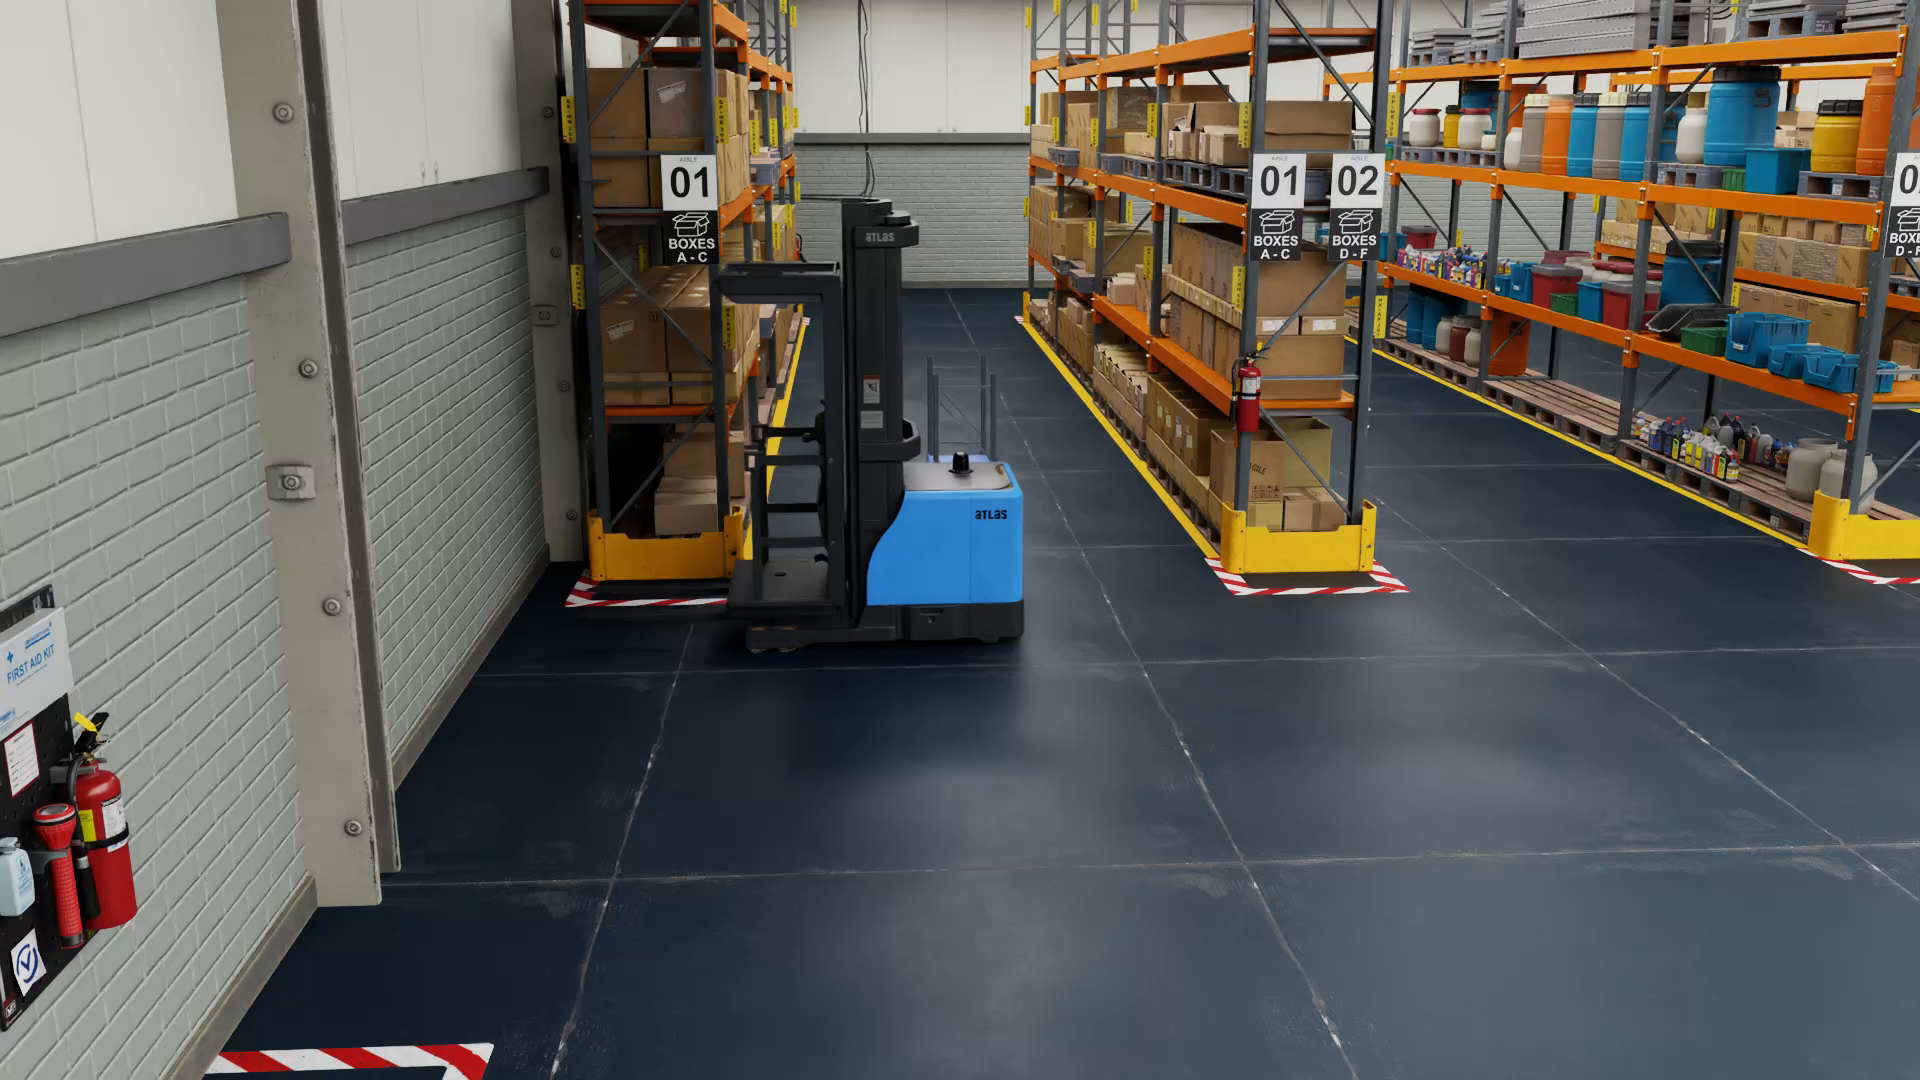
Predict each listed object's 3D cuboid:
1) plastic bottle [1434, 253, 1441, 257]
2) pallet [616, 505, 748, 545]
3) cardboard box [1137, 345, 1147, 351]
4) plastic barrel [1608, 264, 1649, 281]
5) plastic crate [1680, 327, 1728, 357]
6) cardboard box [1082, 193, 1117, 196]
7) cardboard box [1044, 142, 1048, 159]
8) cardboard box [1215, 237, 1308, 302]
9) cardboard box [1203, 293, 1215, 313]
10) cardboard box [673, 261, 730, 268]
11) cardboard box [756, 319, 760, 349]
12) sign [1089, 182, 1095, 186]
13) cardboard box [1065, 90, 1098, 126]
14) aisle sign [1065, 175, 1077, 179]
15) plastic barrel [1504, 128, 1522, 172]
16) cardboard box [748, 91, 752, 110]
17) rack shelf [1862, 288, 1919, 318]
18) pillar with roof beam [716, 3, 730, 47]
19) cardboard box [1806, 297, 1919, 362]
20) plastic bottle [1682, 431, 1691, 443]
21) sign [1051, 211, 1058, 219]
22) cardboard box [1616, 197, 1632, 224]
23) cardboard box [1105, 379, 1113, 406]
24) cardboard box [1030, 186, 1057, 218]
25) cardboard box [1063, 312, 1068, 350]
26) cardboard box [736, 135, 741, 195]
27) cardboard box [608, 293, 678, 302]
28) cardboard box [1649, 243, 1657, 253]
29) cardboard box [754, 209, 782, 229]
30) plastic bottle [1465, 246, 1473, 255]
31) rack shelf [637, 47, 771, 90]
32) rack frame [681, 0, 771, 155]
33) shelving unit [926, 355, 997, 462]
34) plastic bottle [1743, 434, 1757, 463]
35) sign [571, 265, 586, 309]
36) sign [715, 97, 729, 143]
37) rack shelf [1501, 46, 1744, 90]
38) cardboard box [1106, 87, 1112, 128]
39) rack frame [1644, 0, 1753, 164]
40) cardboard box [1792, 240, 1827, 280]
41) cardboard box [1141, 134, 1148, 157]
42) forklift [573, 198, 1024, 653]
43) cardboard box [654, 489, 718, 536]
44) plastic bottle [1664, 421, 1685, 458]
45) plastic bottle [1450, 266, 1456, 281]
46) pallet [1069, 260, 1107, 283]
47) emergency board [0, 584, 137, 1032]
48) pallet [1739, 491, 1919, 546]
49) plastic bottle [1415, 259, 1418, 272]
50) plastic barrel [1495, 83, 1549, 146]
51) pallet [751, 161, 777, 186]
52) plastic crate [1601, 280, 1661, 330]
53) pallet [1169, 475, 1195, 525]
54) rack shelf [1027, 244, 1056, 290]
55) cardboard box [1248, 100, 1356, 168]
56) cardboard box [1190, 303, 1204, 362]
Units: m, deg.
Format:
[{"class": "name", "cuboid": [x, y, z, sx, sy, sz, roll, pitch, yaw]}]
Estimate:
[{"class": "plastic bottle", "cuboid": [6.724, -3.898, 23.407, 0.152, 0.276, 0.135, -1, 14, -3]}, {"class": "pallet", "cuboid": [-2.298, -0.041, 13.762, 1.003, 0.211, 1.213, -1, 14, -3]}, {"class": "cardboard box", "cuboid": [2.449, -2.254, 20.316, 0.500, 0.311, 0.500, -1, 14, -2]}, {"class": "plastic barrel", "cuboid": [7.476, -2.807, 18.645, 0.433, 0.535, 0.433, 0, 14, 0]}, {"class": "plastic crate", "cuboid": [7.165, -1.873, 15.712, 0.450, 0.188, 0.662, -1, 14, -3]}, {"class": "cardboard box", "cuboid": [2.142, -5.014, 25.288, 0.500, 0.500, 0.500, -1, 14, -5]}, {"class": "cardboard box", "cuboid": [1.567, -5.977, 25.519, 0.500, 0.250, 0.500, -1, 14, -3]}, {"class": "cardboard box", "cuboid": [2.577, -2.310, 14.179, 0.700, 0.500, 0.500, -1, 14, -3]}, {"class": "cardboard box", "cuboid": [2.354, -2.088, 14.618, 0.380, 0.149, 0.250, -1, 14, -4]}, {"class": "cardboard box", "cuboid": [-2.523, -2.553, 16.847, 0.700, 0.500, 0.500, -1, 14, -3]}, {"class": "cardboard box", "cuboid": [-2.194, -1.989, 15.997, 0.500, 0.250, 0.500, -1, 14, -3]}, {"class": "sign", "cuboid": [2.230, -5.944, 28.150, 0.100, 0.325, 0.005, -1, 14, -3]}, {"class": "cardboard box", "cuboid": [1.854, -6.337, 24.411, 0.700, 0.500, 0.500, -1, 14, -3]}, {"class": "aisle sign", "cuboid": [1.976, -6.507, 28.081, 0.394, 0.787, 0.004, -1, 14, -3]}, {"class": "plastic barrel", "cuboid": [6.828, -4.737, 20.175, 0.421, 0.512, 0.421, 0, 14, 0]}, {"class": "cardboard box", "cuboid": [-3.049, -5.874, 22.227, 0.500, 0.250, 0.500, -1, 14, -5]}, {"class": "rack shelf", "cuboid": [12.182, -2.543, 19.335, 1.077, 0.370, 4.000, -1, 14, -3]}, {"class": "pillar with roof beam", "cuboid": [-0.003, -8.779, 30.088, 9.100, 9.000, 0.400, -1, 14, -3]}, {"class": "cardboard box", "cuboid": [12.036, -2.735, 22.059, 1.225, 0.875, 0.875, -2, 15, -6]}, {"class": "plastic bottle", "cuboid": [7.056, -0.919, 16.172, 0.097, 0.271, 0.097, 0, 14, 0]}, {"class": "sign", "cuboid": [1.381, -4.641, 24.306, 0.100, 0.325, 0.005, -1, 14, -3]}, {"class": "cardboard box", "cuboid": [11.353, -5.565, 27.836, 0.500, 0.500, 0.500, -1, 14, -5]}, {"class": "cardboard box", "cuboid": [1.980, -1.720, 19.366, 0.500, 0.250, 0.500, -1, 14, -5]}, {"class": "cardboard box", "cuboid": [1.439, -5.645, 27.738, 0.500, 0.500, 0.500, 0, 14, -2]}, {"class": "cardboard box", "cuboid": [1.753, -2.978, 23.713, 0.500, 0.500, 0.500, -1, 14, -3]}, {"class": "cardboard box", "cuboid": [-2.137, -3.164, 14.043, 0.500, 0.500, 0.500, 0, 14, 0]}, {"class": "cardboard box", "cuboid": [-2.541, -1.709, 13.406, 0.500, 0.500, 0.500, -1, 14, -3]}, {"class": "cardboard box", "cuboid": [11.370, -4.716, 26.839, 0.380, 0.149, 0.250, -1, 14, -3]}, {"class": "cardboard box", "cuboid": [-2.683, -4.353, 22.583, 0.500, 0.250, 0.500, -1, 14, -2]}, {"class": "plastic bottle", "cuboid": [7.262, -4.014, 23.706, 0.144, 0.351, 0.185, -1, 14, -3]}, {"class": "rack shelf", "cuboid": [-2.650, -5.025, 17.745, 1.077, 0.370, 4.000, -1, 14, -3]}, {"class": "rack frame", "cuboid": [-2.774, -6.065, 19.539, 1.000, 3.000, 0.127, -1, 14, -3]}, {"class": "shelving unit", "cuboid": [0.005, -0.705, 13.757, 0.538, 1.500, 1.048, -1, 14, -3]}, {"class": "plastic bottle", "cuboid": [7.622, -0.889, 16.031, 0.061, 0.283, 0.133, -1, 14, -3]}, {"class": "sign", "cuboid": [-2.833, -1.880, 12.356, 0.100, 0.325, 0.005, -1, 14, -3]}, {"class": "sign", "cuboid": [-1.736, -3.054, 12.104, 0.100, 0.325, 0.005, -1, 14, -3]}, {"class": "rack shelf", "cuboid": [7.238, -5.178, 18.340, 1.077, 0.370, 4.000, -1, 14, -3]}, {"class": "cardboard box", "cuboid": [2.118, -5.458, 20.992, 0.500, 0.500, 0.500, -1, 14, -3]}, {"class": "rack frame", "cuboid": [7.362, -5.223, 16.267, 1.000, 3.000, 0.127, -1, 14, -3]}, {"class": "cardboard box", "cuboid": [11.720, -3.809, 22.612, 0.500, 0.500, 0.500, -1, 14, -5]}, {"class": "cardboard box", "cuboid": [2.329, -4.436, 18.686, 0.500, 0.250, 0.500, -1, 14, -5]}, {"class": "forklift", "cuboid": [-1.108, -0.802, 11.263, 3.031, 2.935, 1.130, -1, 14, -4]}, {"class": "cardboard box", "cuboid": [-2.231, -0.254, 13.508, 0.500, 0.311, 0.500, -3, 15, -10]}, {"class": "plastic bottle", "cuboid": [7.010, -0.994, 16.302, 0.144, 0.351, 0.185, -1, 15, -6]}, {"class": "plastic bottle", "cuboid": [6.618, -3.566, 22.265, 0.097, 0.201, 0.097, 0, 14, 0]}, {"class": "pallet", "cuboid": [2.045, -3.628, 22.491, 1.003, 0.211, 1.213, -1, 14, -3]}, {"class": "emergency board", "cuboid": [-2.698, 0.777, 4.988, 0.194, 1.169, 0.643, -1, 14, -3]}, {"class": "pallet", "cuboid": [7.513, -0.193, 14.352, 1.003, 0.211, 1.213, -1, 14, -3]}, {"class": "plastic bottle", "cuboid": [6.530, -3.921, 23.646, 0.097, 0.201, 0.097, 0, 14, 0]}, {"class": "plastic barrel", "cuboid": [7.082, -5.318, 20.950, 0.600, 0.830, 0.708, -1, 14, -3]}, {"class": "pallet", "cuboid": [-2.458, -3.682, 16.673, 1.213, 0.211, 1.003, -1, 14, -3]}, {"class": "plastic crate", "cuboid": [7.027, -2.464, 17.456, 0.402, 0.464, 0.583, -1, 14, -3]}, {"class": "pallet", "cuboid": [2.504, -0.389, 15.115, 1.003, 0.211, 1.213, -1, 14, -3]}, {"class": "rack shelf", "cuboid": [1.799, -4.381, 26.477, 1.077, 0.370, 4.000, -1, 14, -3]}, {"class": "cardboard box", "cuboid": [2.635, -3.164, 12.954, 0.797, 0.503, 0.637, 0, 14, 0]}, {"class": "cardboard box", "cuboid": [2.518, -1.924, 15.285, 0.700, 0.500, 0.500, -1, 14, -3]}]
